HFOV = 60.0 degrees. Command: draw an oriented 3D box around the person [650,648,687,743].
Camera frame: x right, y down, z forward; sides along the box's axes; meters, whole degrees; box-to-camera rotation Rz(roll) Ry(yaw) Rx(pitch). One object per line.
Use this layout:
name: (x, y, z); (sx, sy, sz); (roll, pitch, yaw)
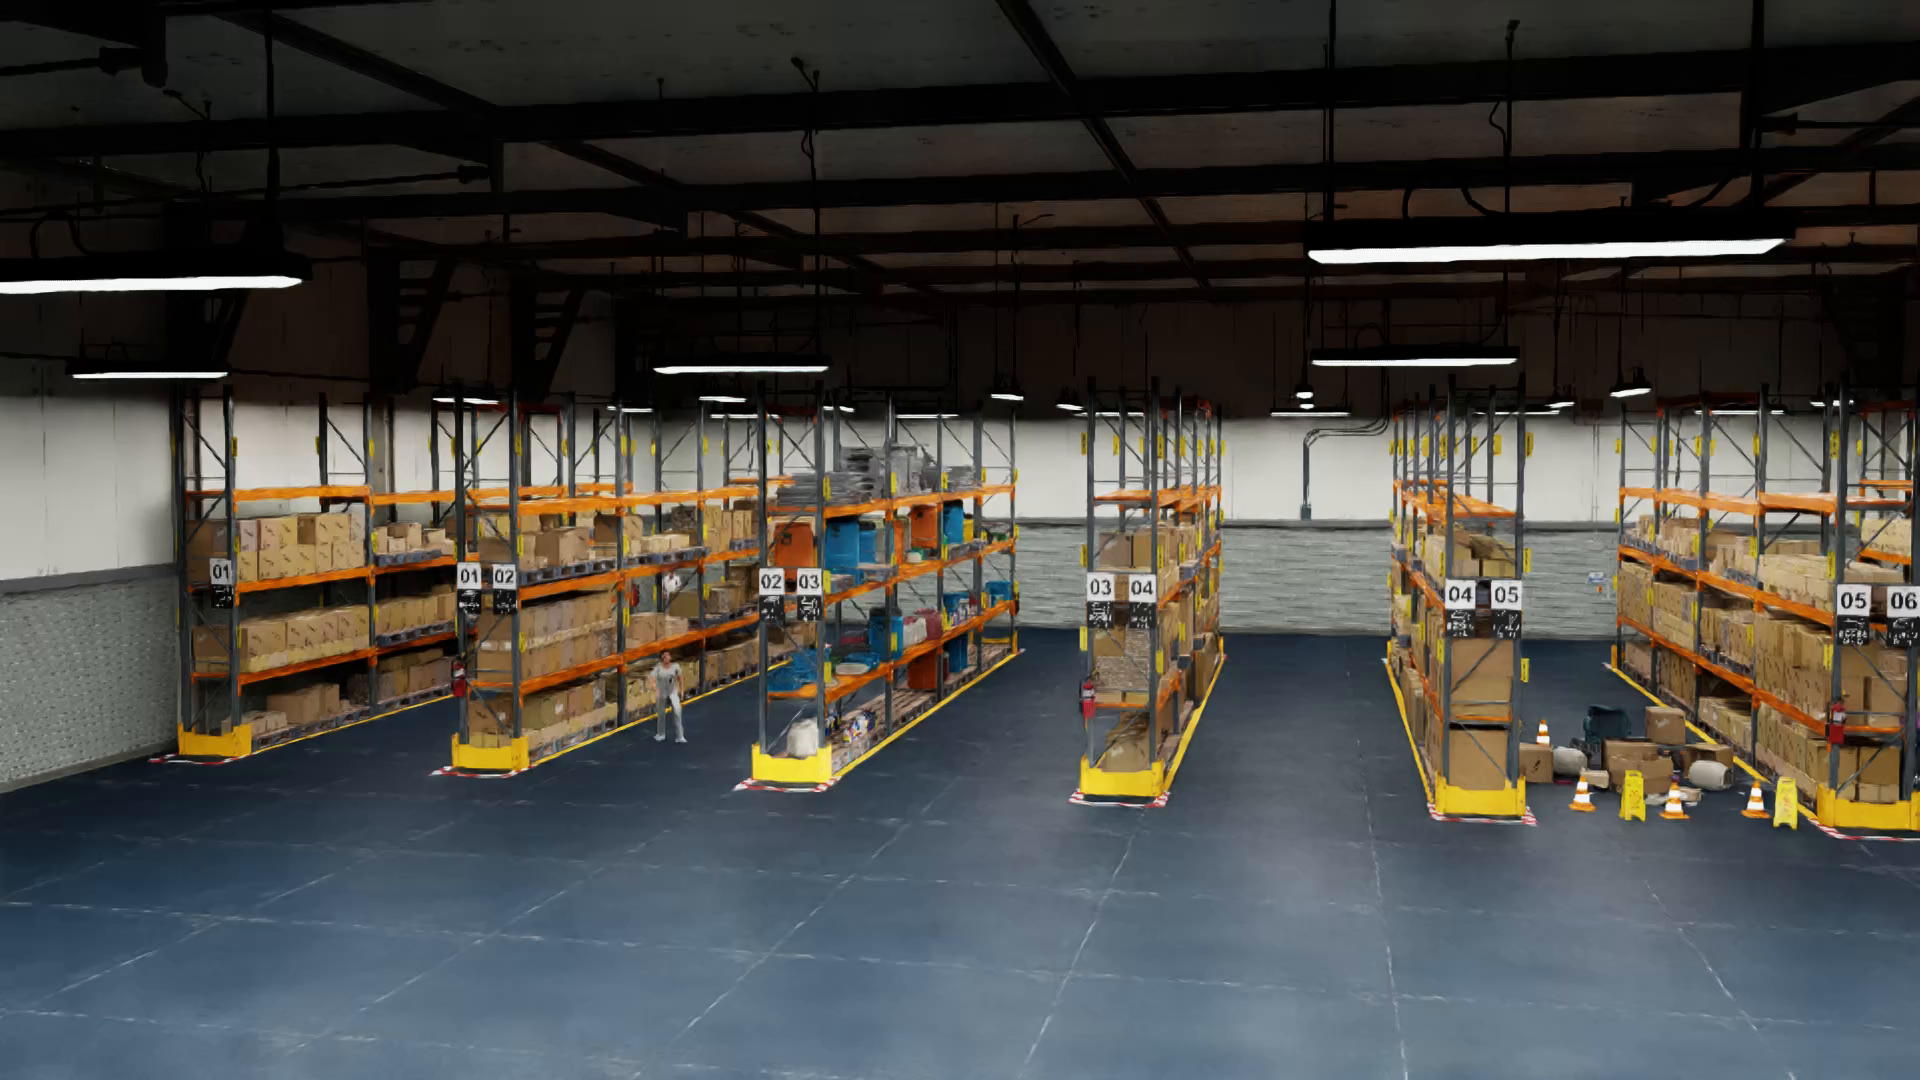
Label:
person: (-4.927, 2.615, 28.138); (0.613, 1.607, 0.802); (0, 3, -7)

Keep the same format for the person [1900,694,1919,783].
person: (14.253, 2.797, 24.842); (0.419, 1.603, 0.502); (-1, 3, -11)

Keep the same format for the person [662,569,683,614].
person: (-7.955, 1.577, 45.915); (0.693, 1.697, 0.812); (-1, 3, -9)
